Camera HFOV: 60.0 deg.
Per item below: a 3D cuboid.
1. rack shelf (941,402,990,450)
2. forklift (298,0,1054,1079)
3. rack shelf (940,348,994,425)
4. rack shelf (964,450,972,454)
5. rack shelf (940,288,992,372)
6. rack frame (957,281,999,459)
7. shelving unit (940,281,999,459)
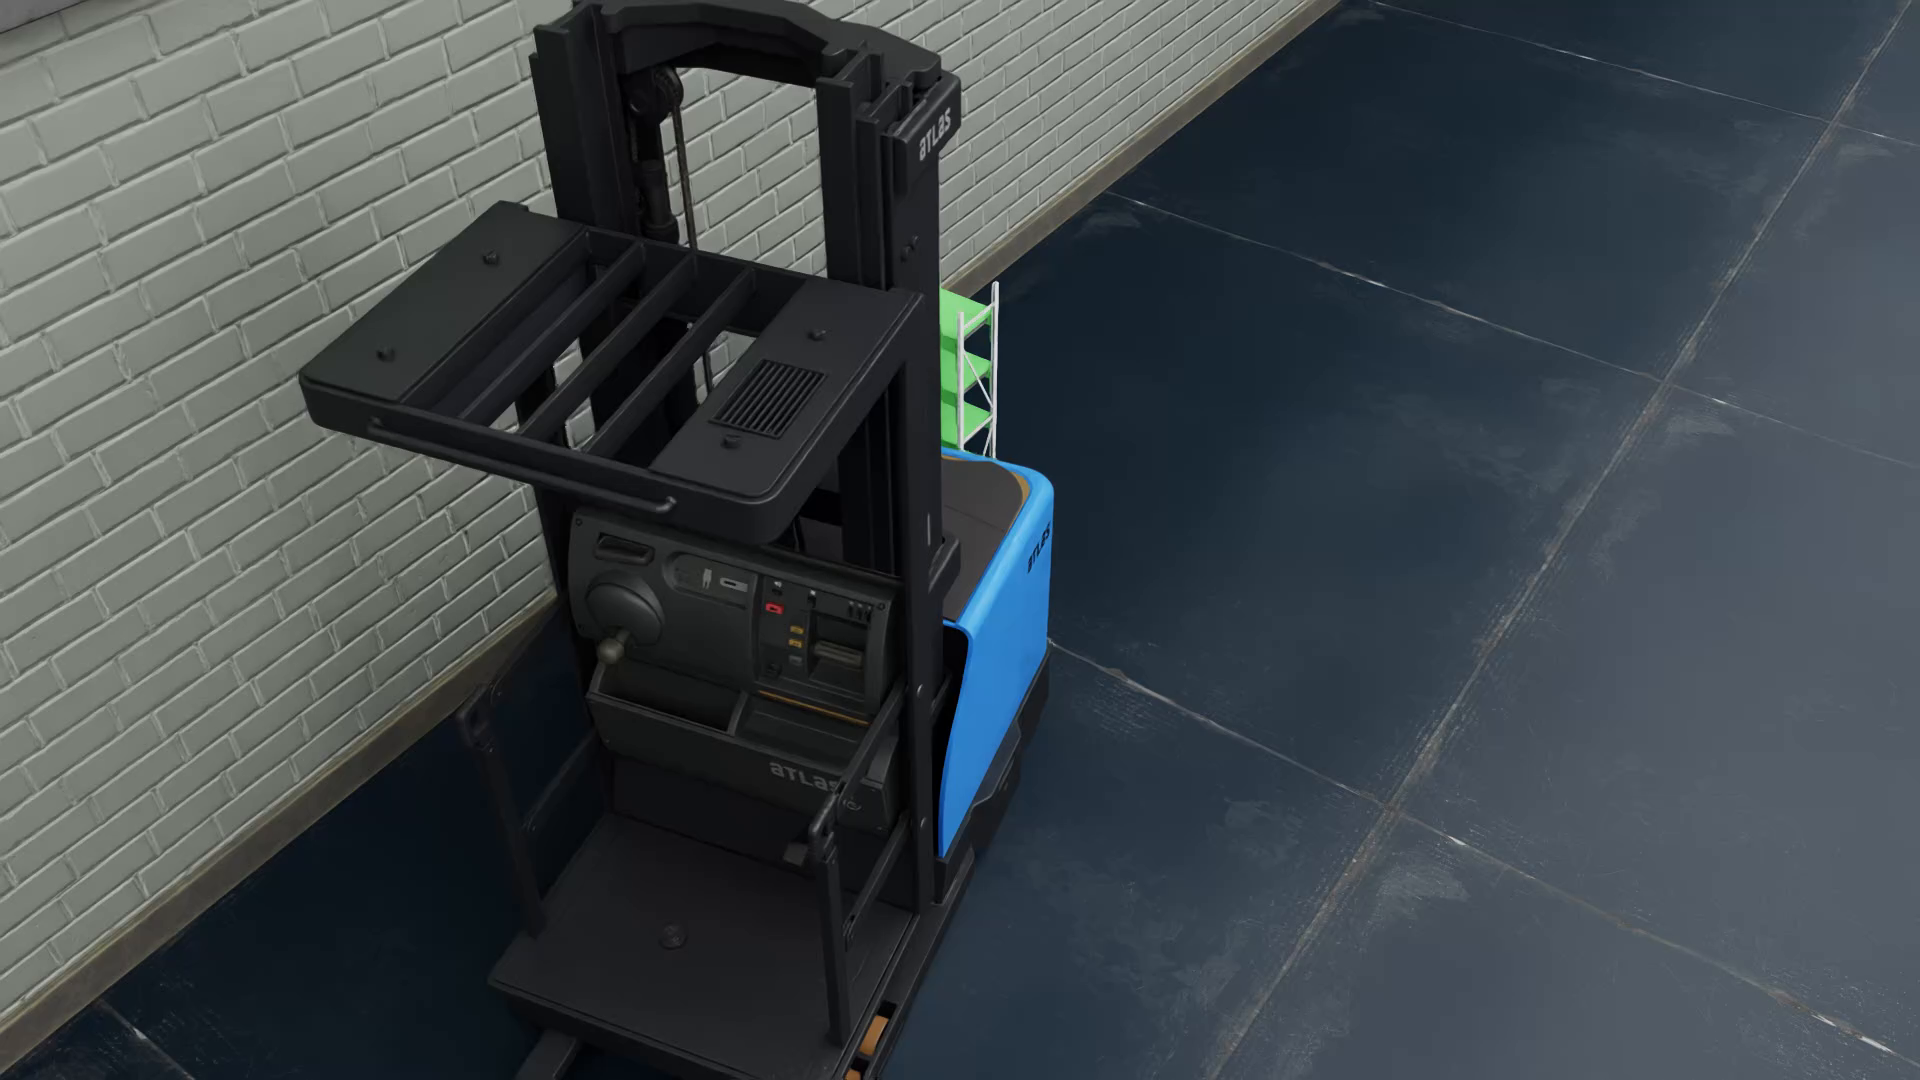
[{"bbox_3d":[-0.136,-0.463,6.463,0.480,0.148,0.258,25,48,25],"label":"rack shelf"},{"bbox_3d":[-0.694,0.286,4.232,1.130,2.935,3.031,15,44,16],"label":"forklift"},{"bbox_3d":[-0.136,-0.642,6.303,0.480,0.148,0.258,25,48,25],"label":"rack shelf"},{"bbox_3d":[-0.136,-0.284,6.623,0.480,0.148,0.258,25,48,25],"label":"rack shelf"},{"bbox_3d":[-0.136,-0.821,6.143,0.480,0.148,0.258,25,48,25],"label":"rack shelf"},{"bbox_3d":[0.064,-0.417,6.316,0.015,1.200,0.240,25,48,25],"label":"rack frame"},{"bbox_3d":[-0.136,-0.511,6.421,0.503,1.200,0.258,25,48,25],"label":"shelving unit"}]
